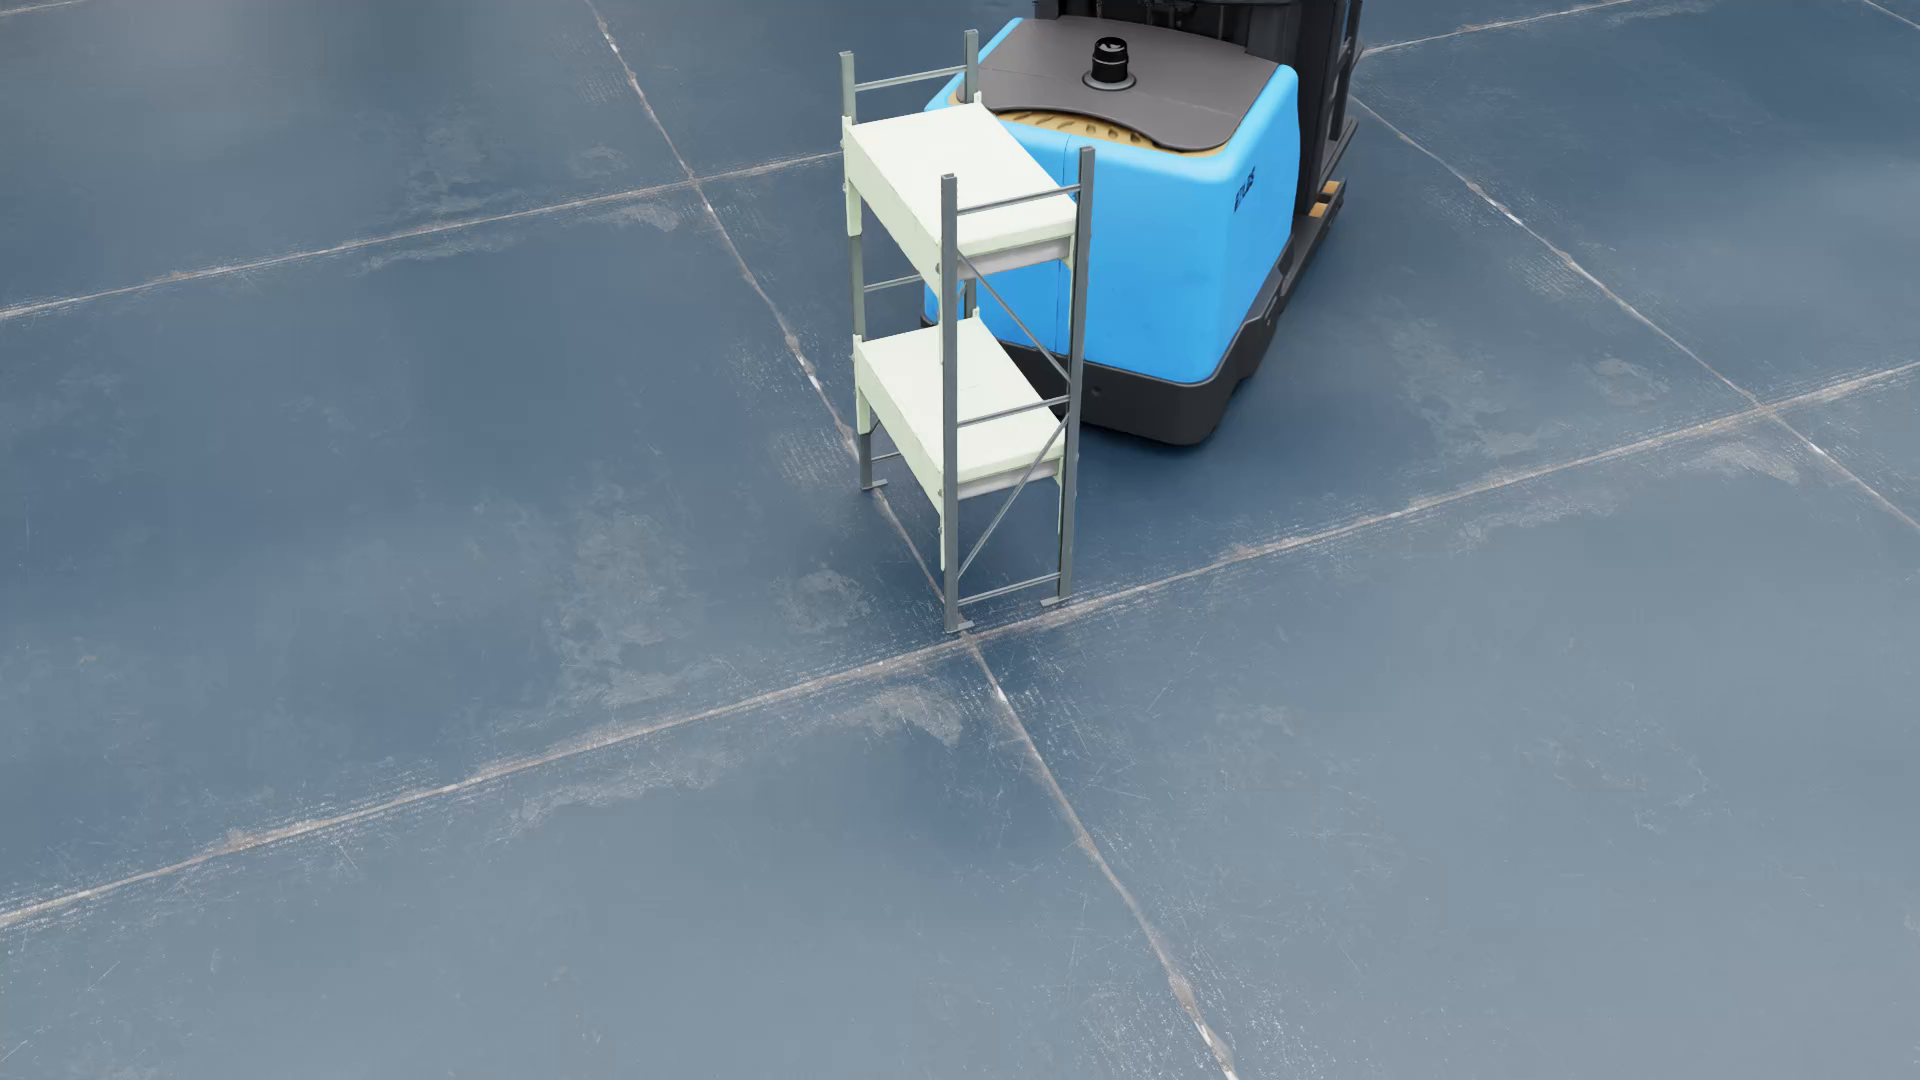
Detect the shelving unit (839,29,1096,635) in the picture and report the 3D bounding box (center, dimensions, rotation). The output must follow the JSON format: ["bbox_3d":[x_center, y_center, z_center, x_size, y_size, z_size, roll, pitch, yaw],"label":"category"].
[{"bbox_3d":[0.003,-0.565,4.756,0.431,1.500,0.755,-15,43,-17],"label":"shelving unit"}]

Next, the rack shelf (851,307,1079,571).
[{"bbox_3d":[0.003,-0.317,4.969,0.431,0.370,0.720,-15,43,-17],"label":"rack shelf"}]

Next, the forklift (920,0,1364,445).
[{"bbox_3d":[0.916,-2.390,5.781,1.130,2.935,3.031,16,43,18],"label":"forklift"}]

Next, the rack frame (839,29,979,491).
[{"bbox_3d":[-0.137,-0.785,5.013,0.400,1.500,0.023,-15,43,-17],"label":"rack frame"}]

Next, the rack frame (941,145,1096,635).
[{"bbox_3d":[0.143,-0.344,4.500,0.400,1.500,0.023,-15,43,-17],"label":"rack frame"}]

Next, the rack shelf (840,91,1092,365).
[{"bbox_3d":[0.003,-0.861,4.502,0.431,0.370,0.720,-15,43,-17],"label":"rack shelf"}]
